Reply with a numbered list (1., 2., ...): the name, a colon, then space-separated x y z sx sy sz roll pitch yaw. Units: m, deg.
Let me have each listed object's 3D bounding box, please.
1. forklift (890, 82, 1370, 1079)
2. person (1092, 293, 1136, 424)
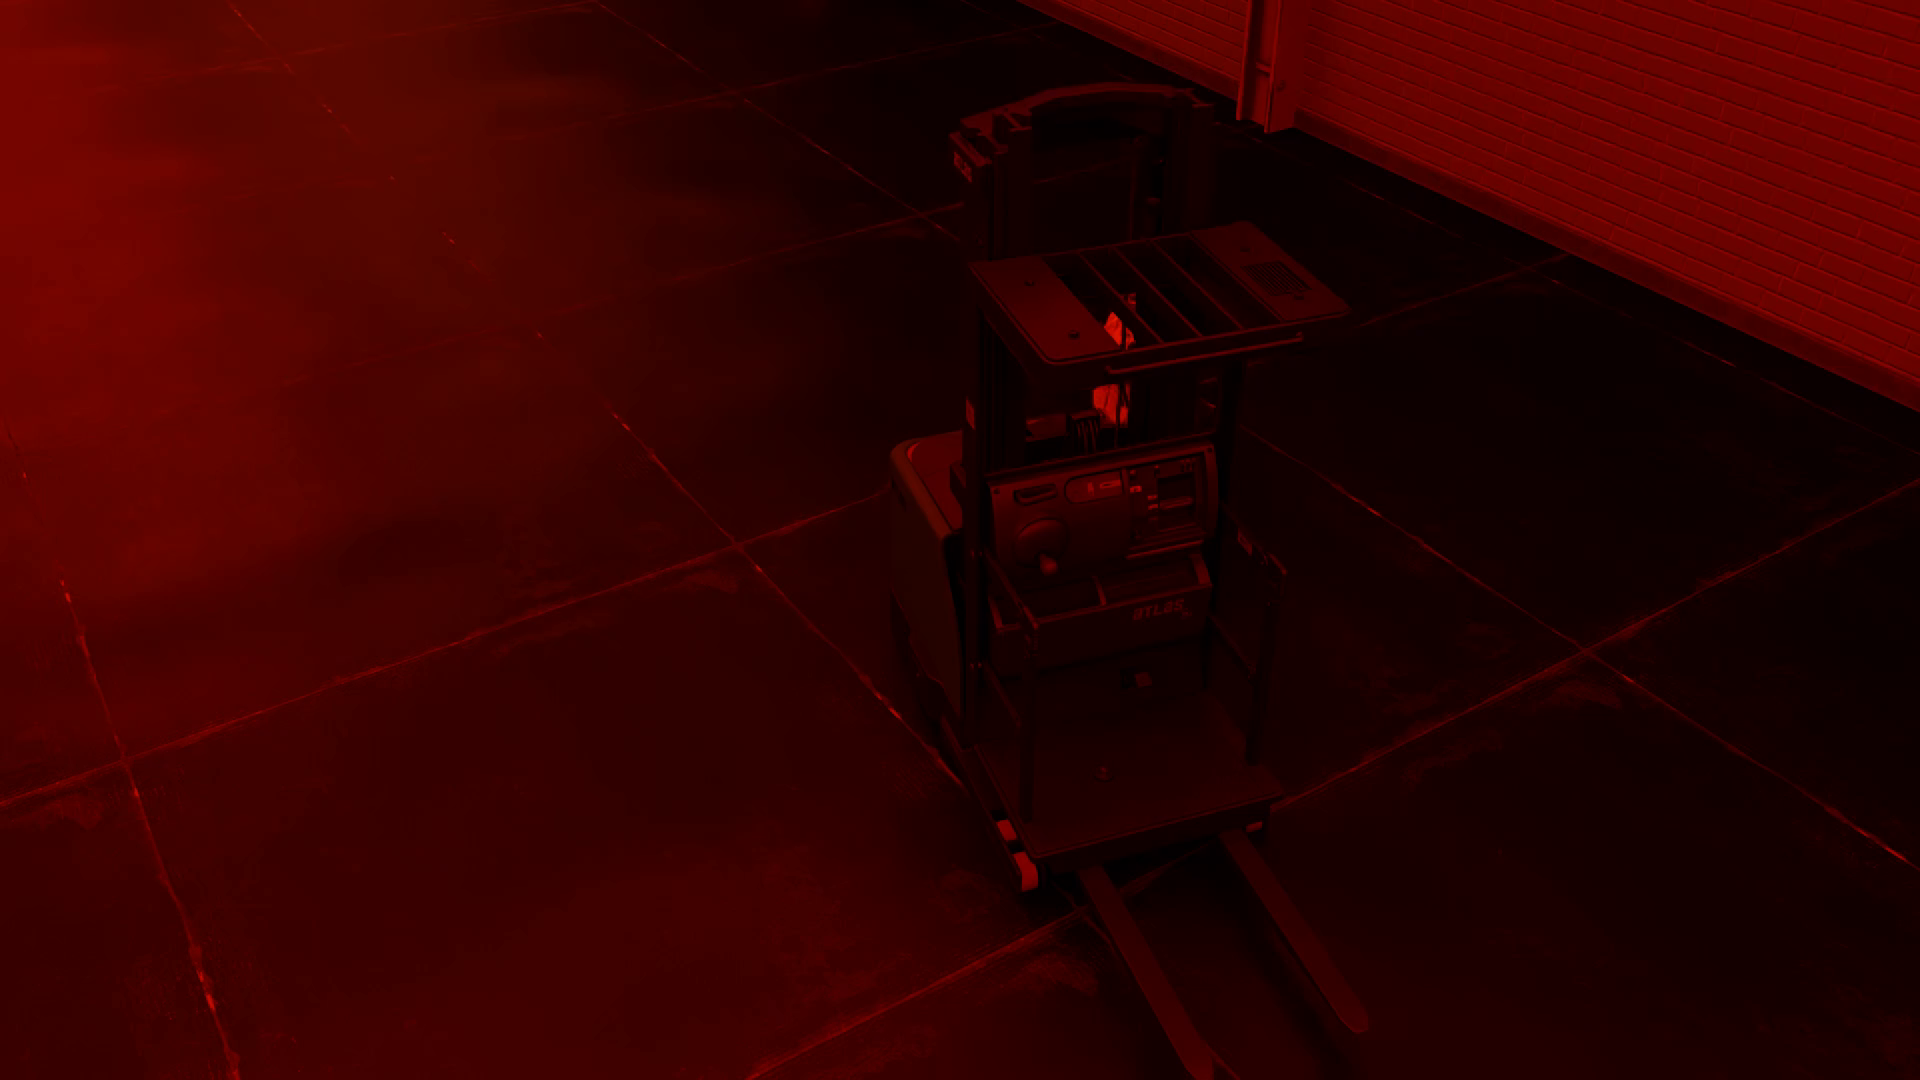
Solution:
1. forklift: 0.633 -0.051 6.221 1.130 2.935 3.031 -11 37 -16
2. person: 0.879 -0.639 8.256 0.463 1.623 0.815 -18 39 -23
